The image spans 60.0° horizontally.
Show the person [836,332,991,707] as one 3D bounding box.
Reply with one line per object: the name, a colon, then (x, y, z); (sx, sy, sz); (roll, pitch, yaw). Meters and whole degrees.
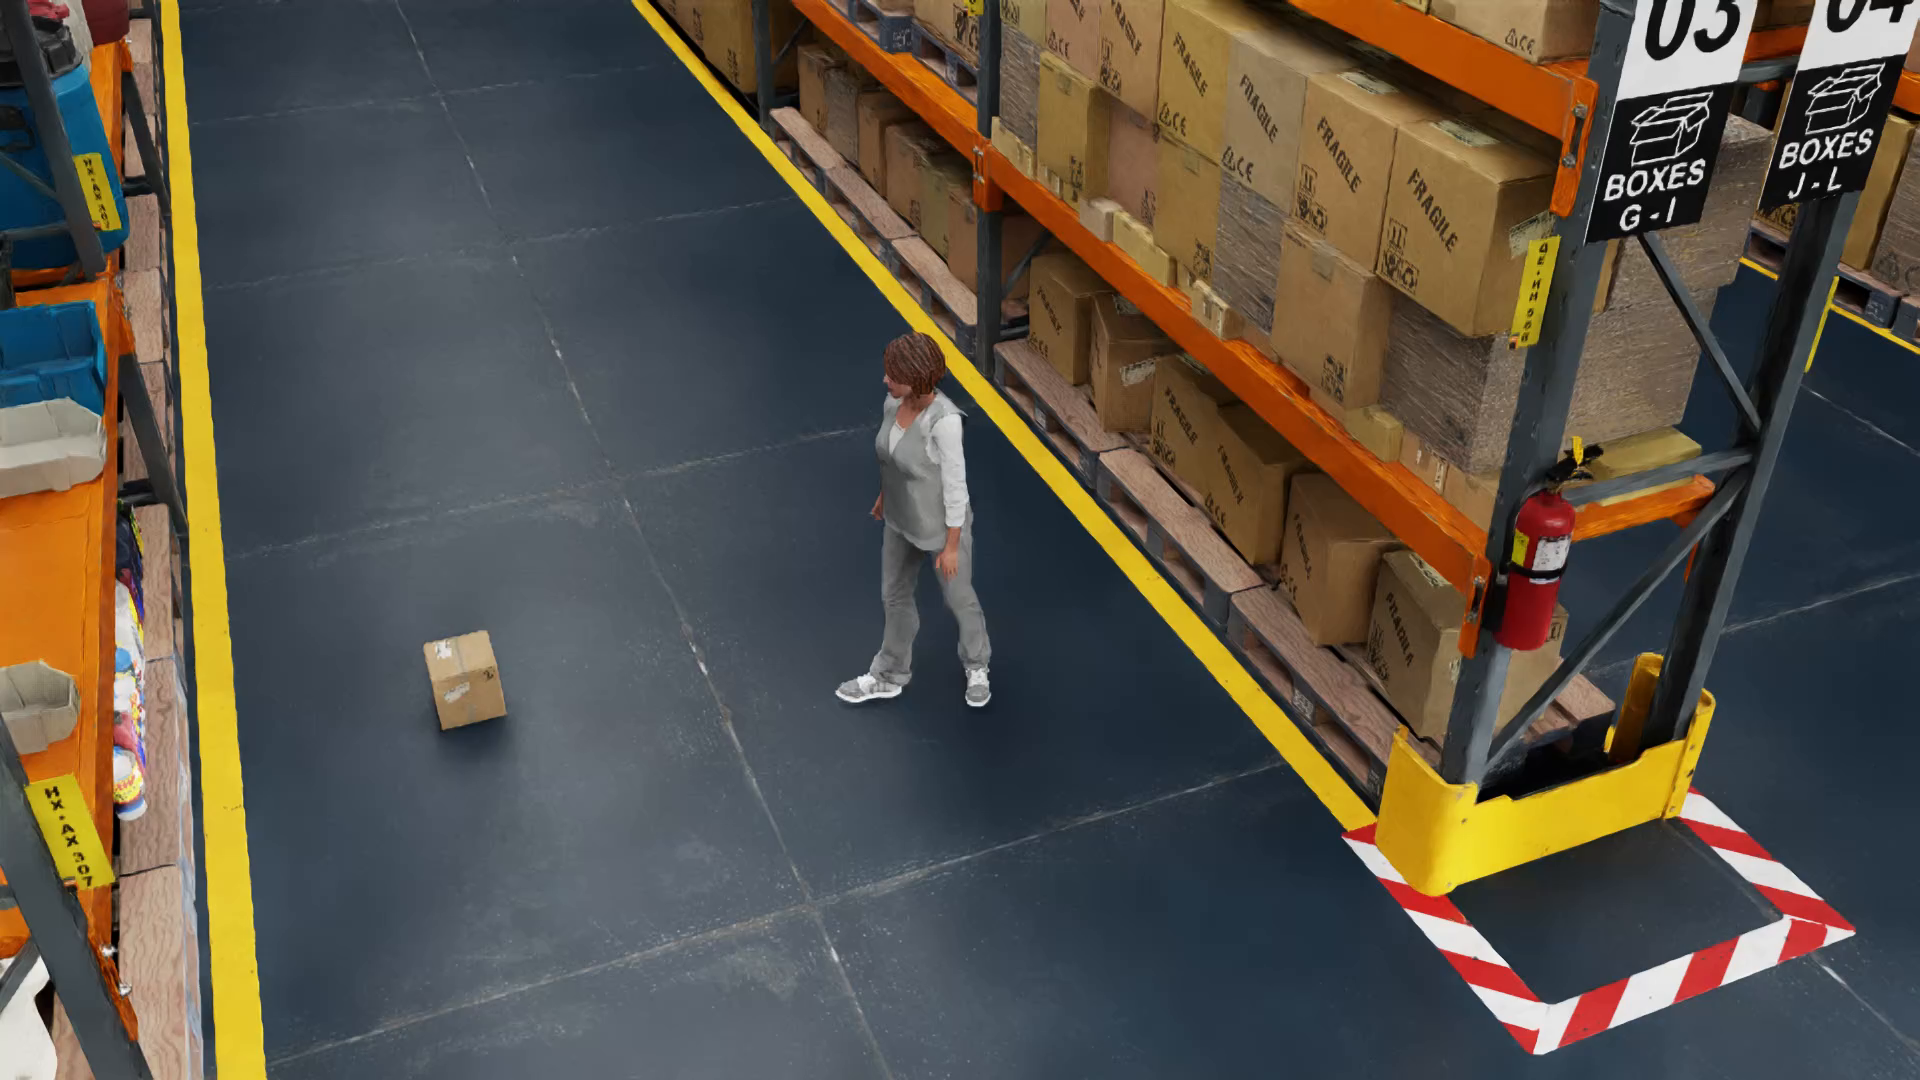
person: (-0.166, -0.058, 6.215); (0.576, 1.582, 0.543); (-26, 42, -33)
